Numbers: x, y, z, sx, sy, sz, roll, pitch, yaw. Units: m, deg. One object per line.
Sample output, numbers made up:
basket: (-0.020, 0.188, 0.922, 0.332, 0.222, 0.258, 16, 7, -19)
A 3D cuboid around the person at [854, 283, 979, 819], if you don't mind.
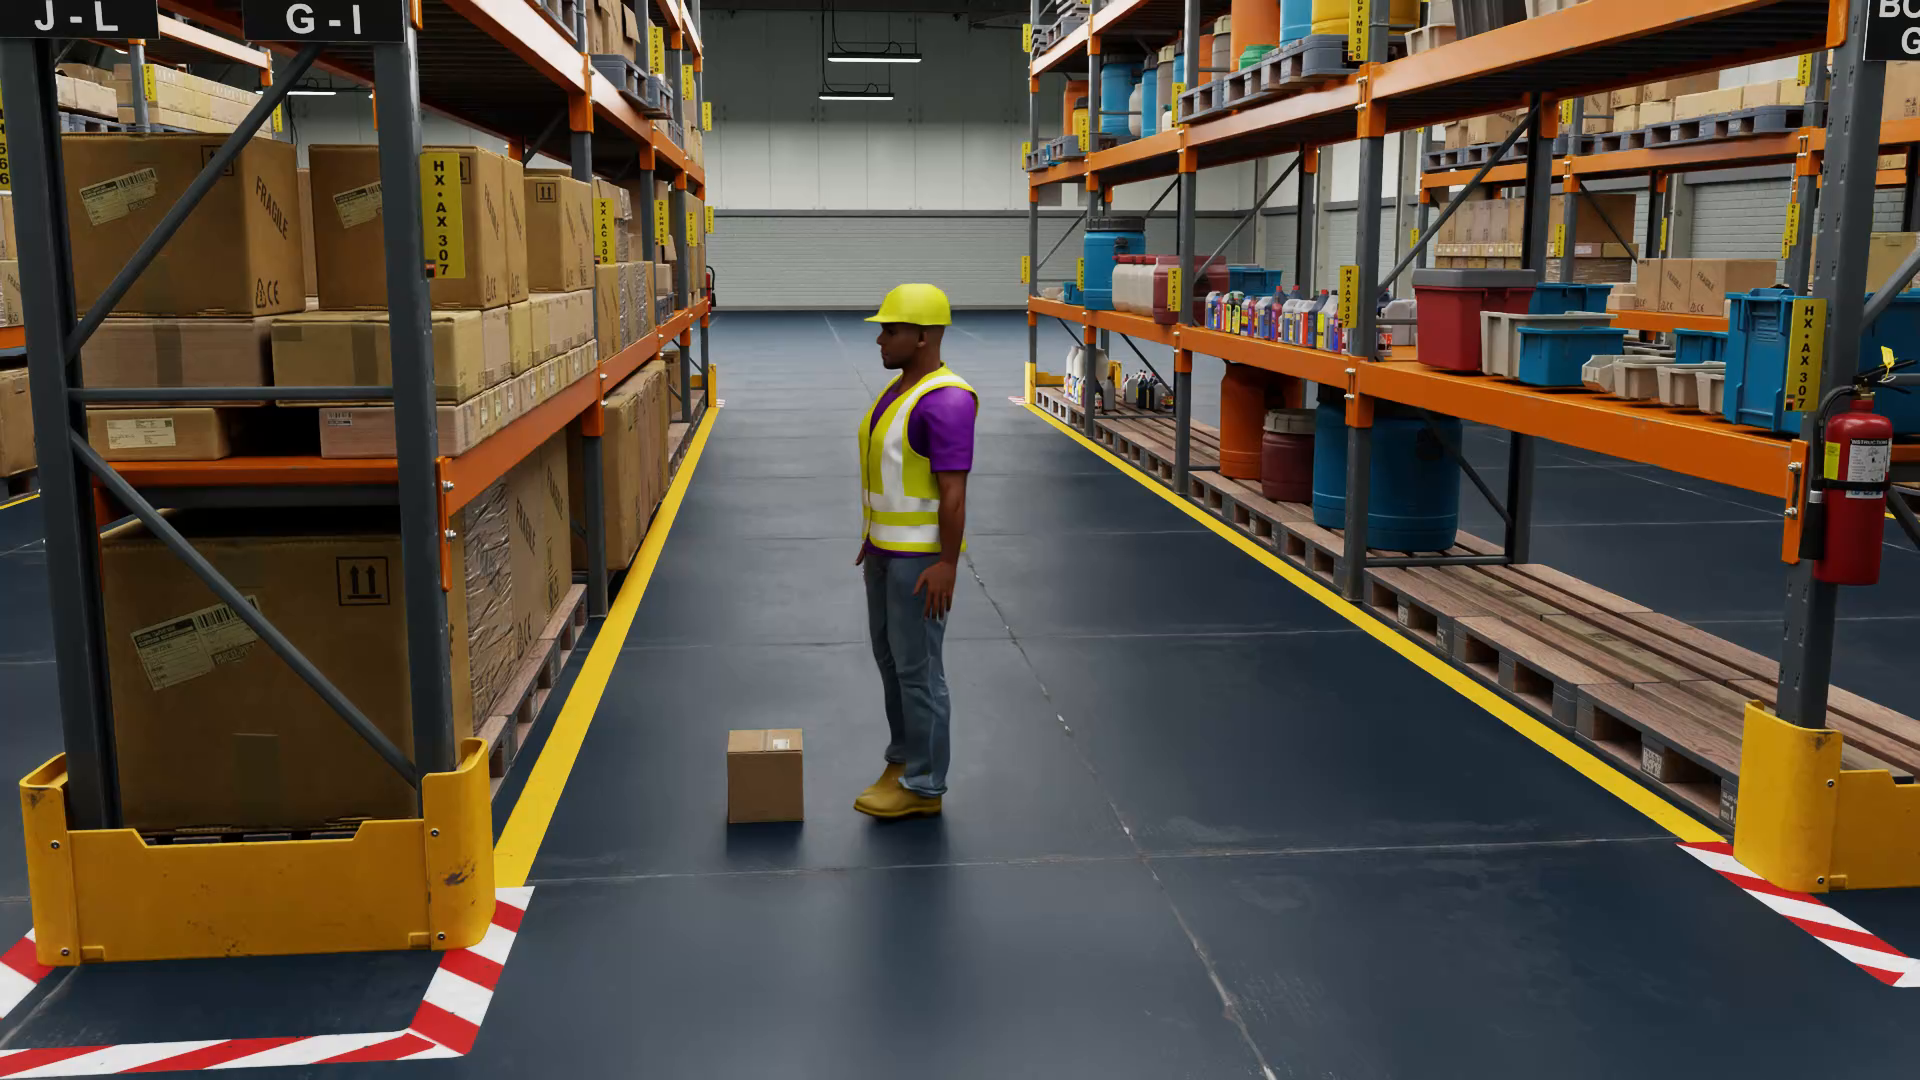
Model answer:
person: (-0.186, 0.060, 5.560, 0.412, 1.815, 0.599, -4, 11, -20)
